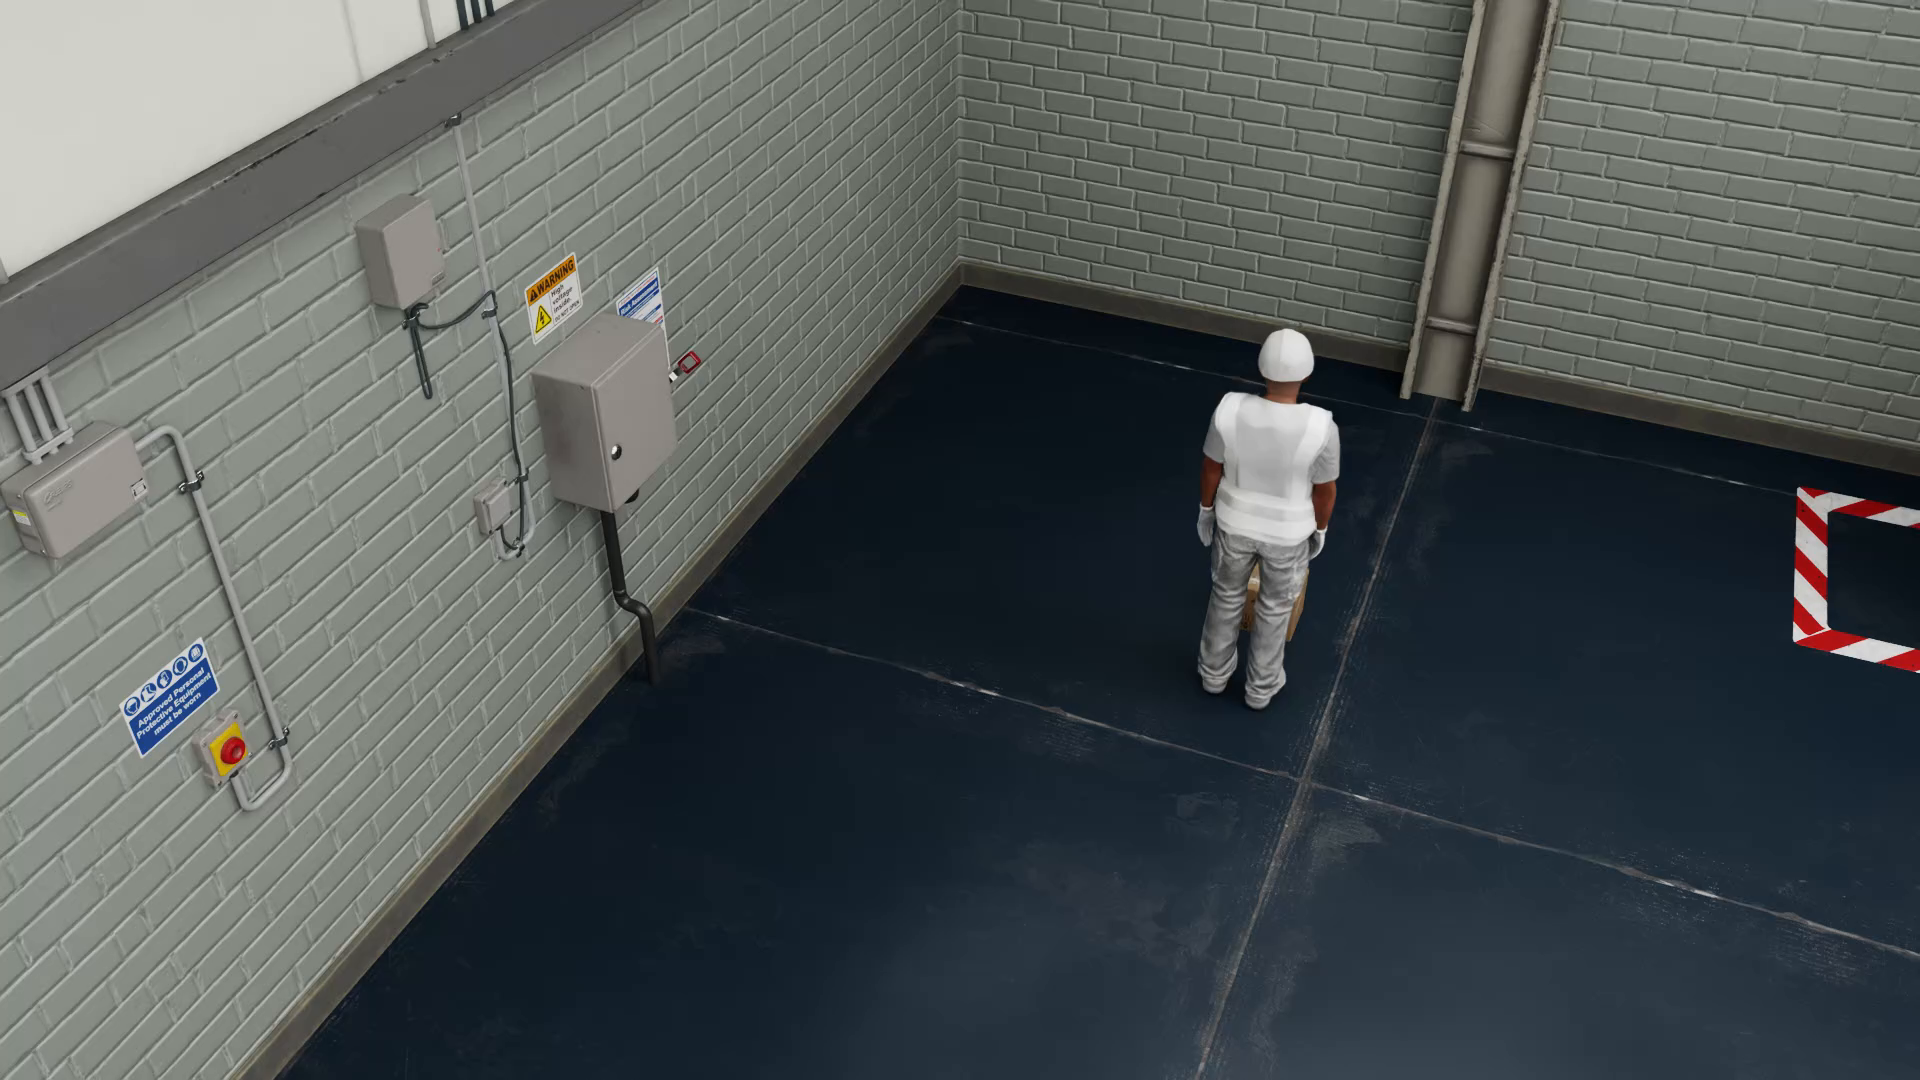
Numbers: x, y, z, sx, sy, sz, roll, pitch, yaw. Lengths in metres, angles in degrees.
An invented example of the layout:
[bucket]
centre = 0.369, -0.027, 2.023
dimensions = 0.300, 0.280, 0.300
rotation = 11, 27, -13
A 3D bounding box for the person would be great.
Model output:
[person]
centre = 1.255, -0.079, 6.877
dimensions = 0.554, 1.787, 0.360
rotation = 14, 39, 18
